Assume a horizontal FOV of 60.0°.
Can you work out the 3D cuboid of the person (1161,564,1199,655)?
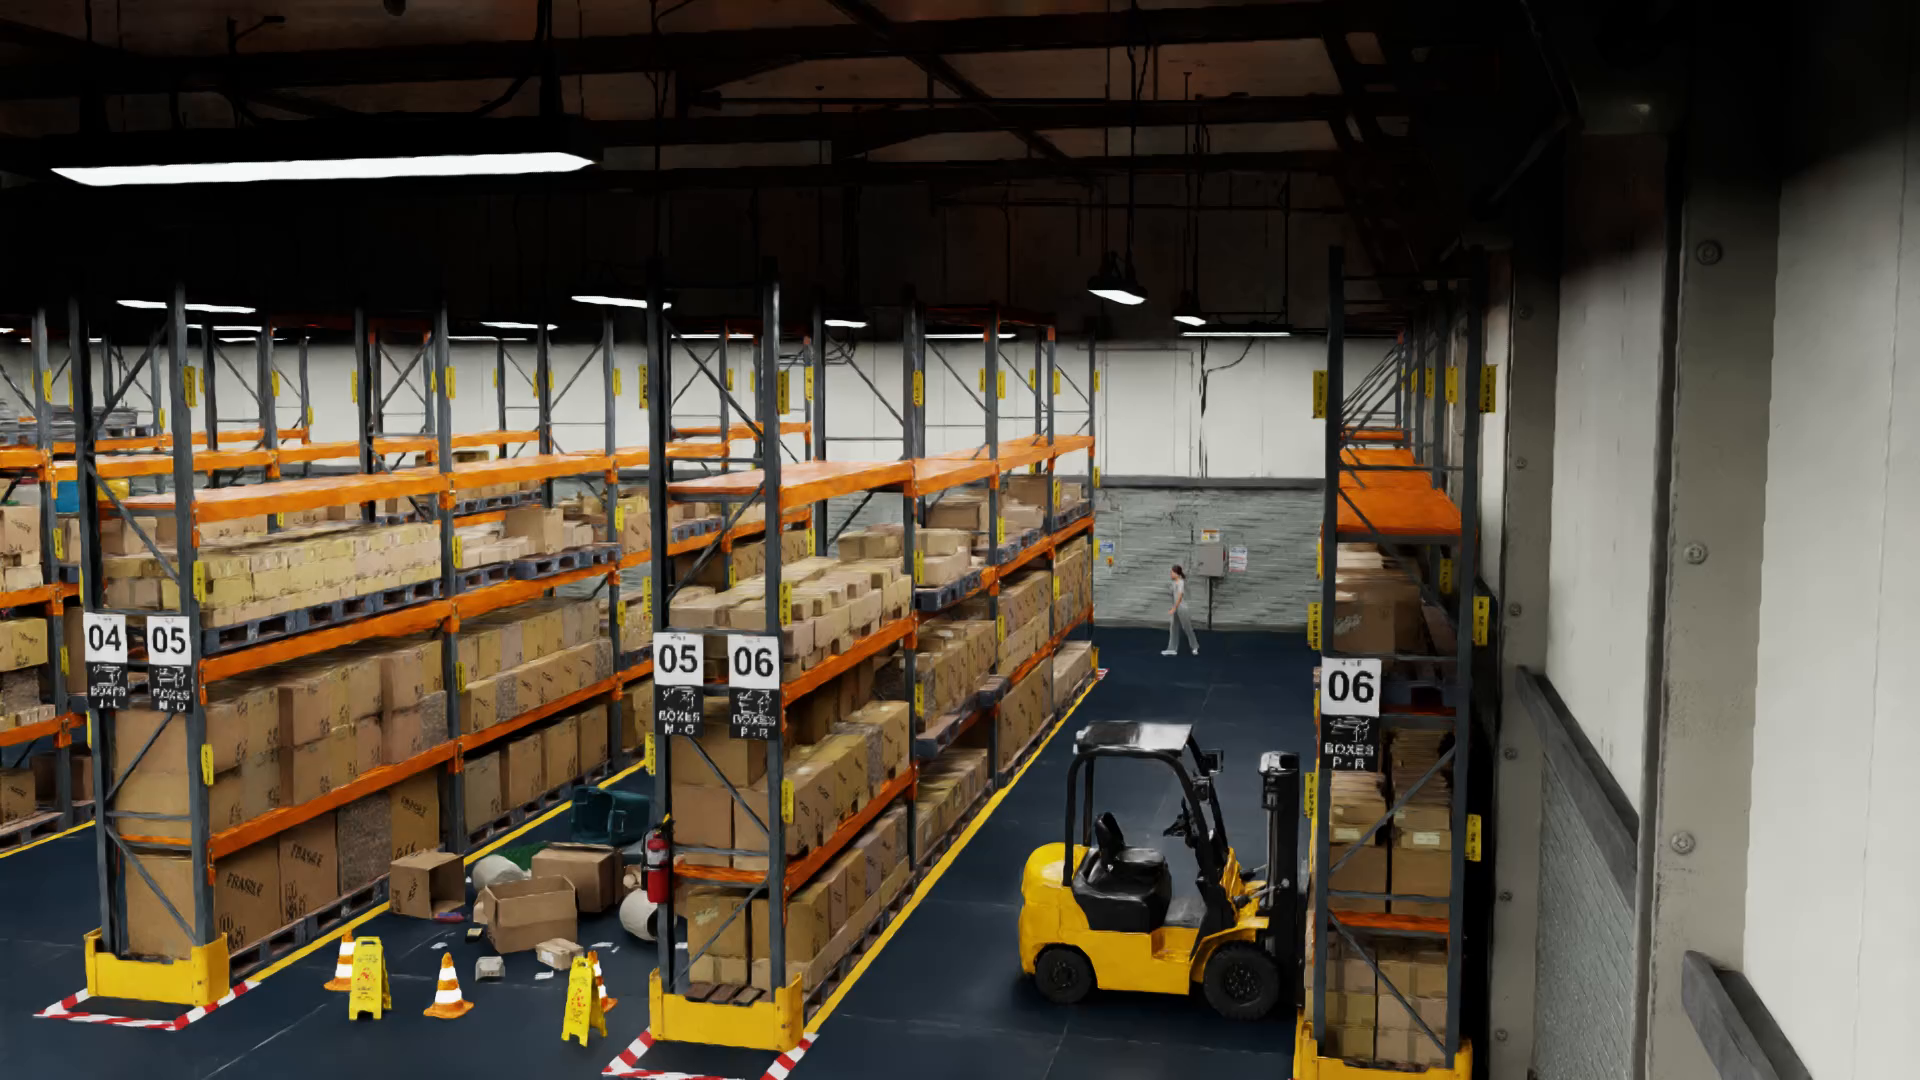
[{"bbox_3d":[4.030,1.274,30.356,0.686,1.664,0.486,-2,6,-15],"label":"person"}]
